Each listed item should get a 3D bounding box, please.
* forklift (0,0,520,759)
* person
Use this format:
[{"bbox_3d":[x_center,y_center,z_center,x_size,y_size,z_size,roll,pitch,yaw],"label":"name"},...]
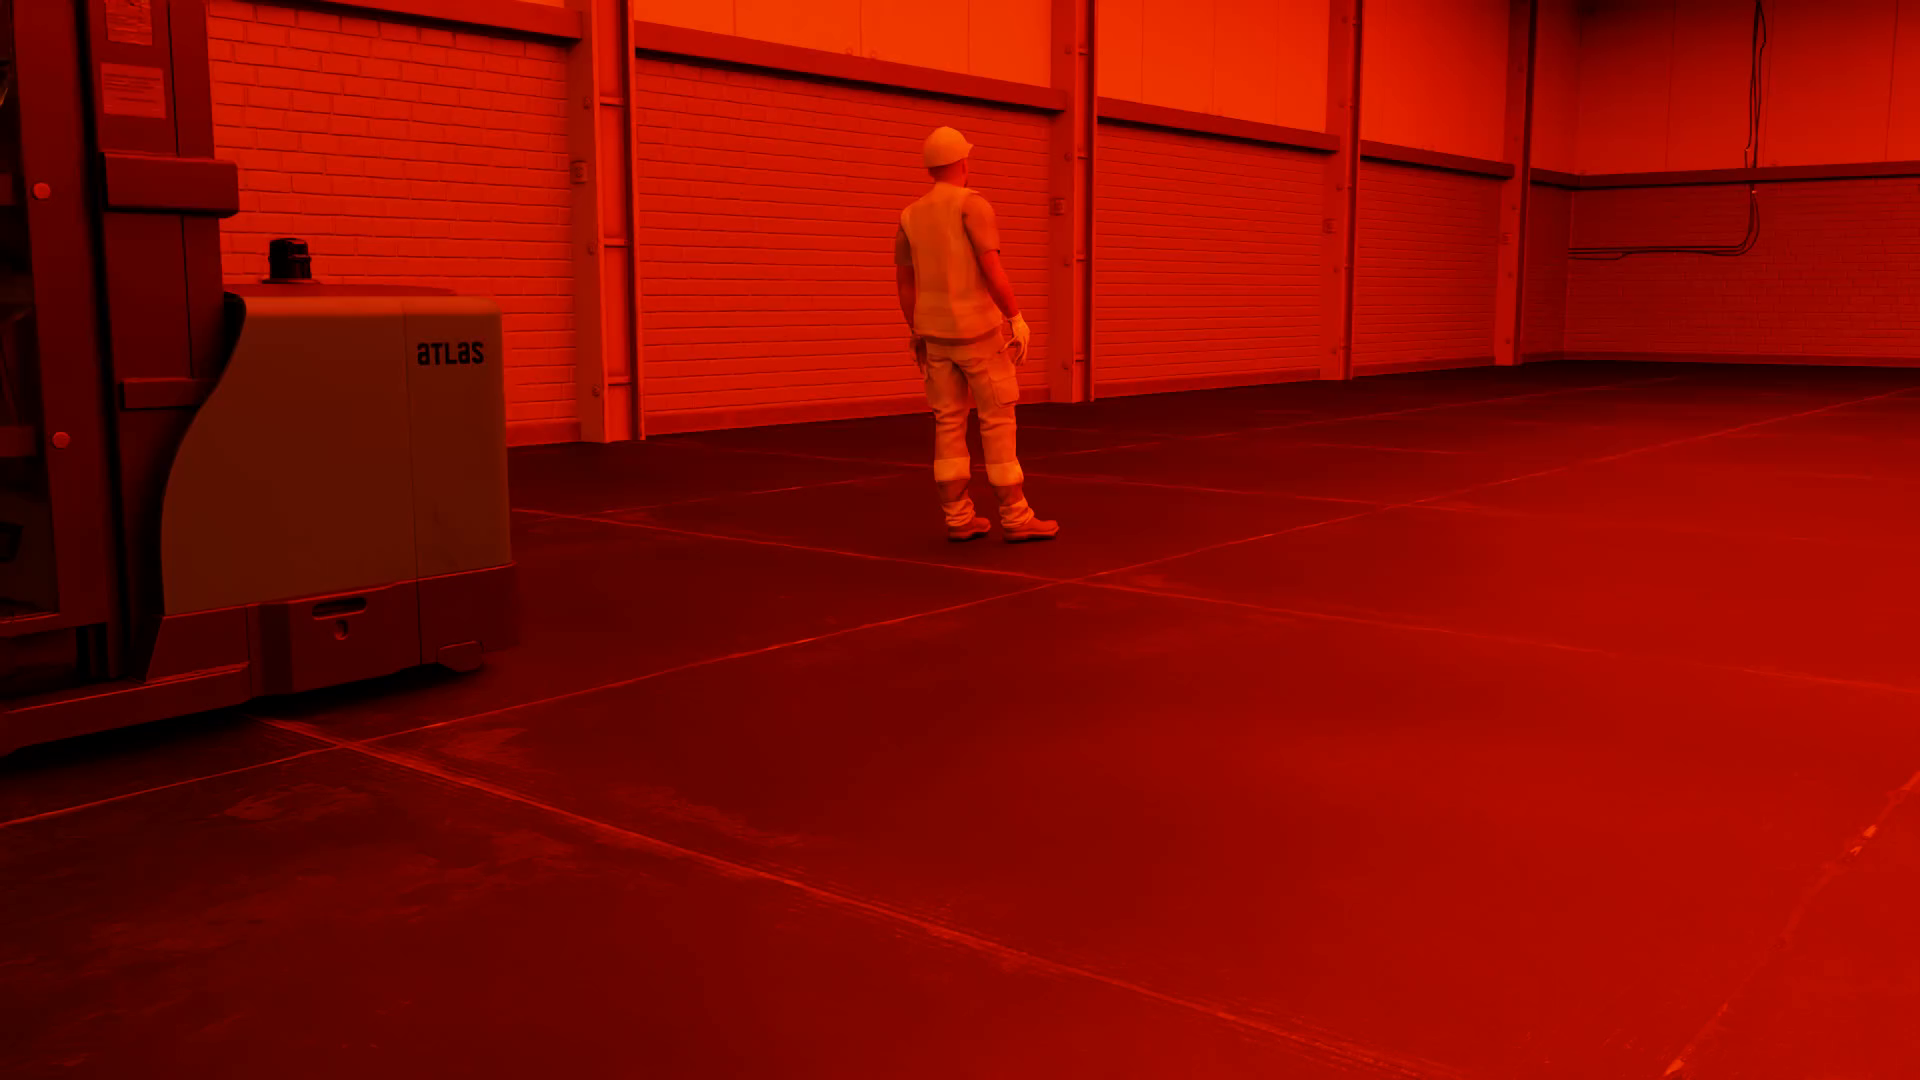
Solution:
[{"bbox_3d":[-2.596,-0.954,3.801,1.130,2.935,3.031,7,11,38],"label":"forklift"},{"bbox_3d":[0.060,-0.900,7.328,0.637,1.787,0.564,7,11,38],"label":"person"}]
